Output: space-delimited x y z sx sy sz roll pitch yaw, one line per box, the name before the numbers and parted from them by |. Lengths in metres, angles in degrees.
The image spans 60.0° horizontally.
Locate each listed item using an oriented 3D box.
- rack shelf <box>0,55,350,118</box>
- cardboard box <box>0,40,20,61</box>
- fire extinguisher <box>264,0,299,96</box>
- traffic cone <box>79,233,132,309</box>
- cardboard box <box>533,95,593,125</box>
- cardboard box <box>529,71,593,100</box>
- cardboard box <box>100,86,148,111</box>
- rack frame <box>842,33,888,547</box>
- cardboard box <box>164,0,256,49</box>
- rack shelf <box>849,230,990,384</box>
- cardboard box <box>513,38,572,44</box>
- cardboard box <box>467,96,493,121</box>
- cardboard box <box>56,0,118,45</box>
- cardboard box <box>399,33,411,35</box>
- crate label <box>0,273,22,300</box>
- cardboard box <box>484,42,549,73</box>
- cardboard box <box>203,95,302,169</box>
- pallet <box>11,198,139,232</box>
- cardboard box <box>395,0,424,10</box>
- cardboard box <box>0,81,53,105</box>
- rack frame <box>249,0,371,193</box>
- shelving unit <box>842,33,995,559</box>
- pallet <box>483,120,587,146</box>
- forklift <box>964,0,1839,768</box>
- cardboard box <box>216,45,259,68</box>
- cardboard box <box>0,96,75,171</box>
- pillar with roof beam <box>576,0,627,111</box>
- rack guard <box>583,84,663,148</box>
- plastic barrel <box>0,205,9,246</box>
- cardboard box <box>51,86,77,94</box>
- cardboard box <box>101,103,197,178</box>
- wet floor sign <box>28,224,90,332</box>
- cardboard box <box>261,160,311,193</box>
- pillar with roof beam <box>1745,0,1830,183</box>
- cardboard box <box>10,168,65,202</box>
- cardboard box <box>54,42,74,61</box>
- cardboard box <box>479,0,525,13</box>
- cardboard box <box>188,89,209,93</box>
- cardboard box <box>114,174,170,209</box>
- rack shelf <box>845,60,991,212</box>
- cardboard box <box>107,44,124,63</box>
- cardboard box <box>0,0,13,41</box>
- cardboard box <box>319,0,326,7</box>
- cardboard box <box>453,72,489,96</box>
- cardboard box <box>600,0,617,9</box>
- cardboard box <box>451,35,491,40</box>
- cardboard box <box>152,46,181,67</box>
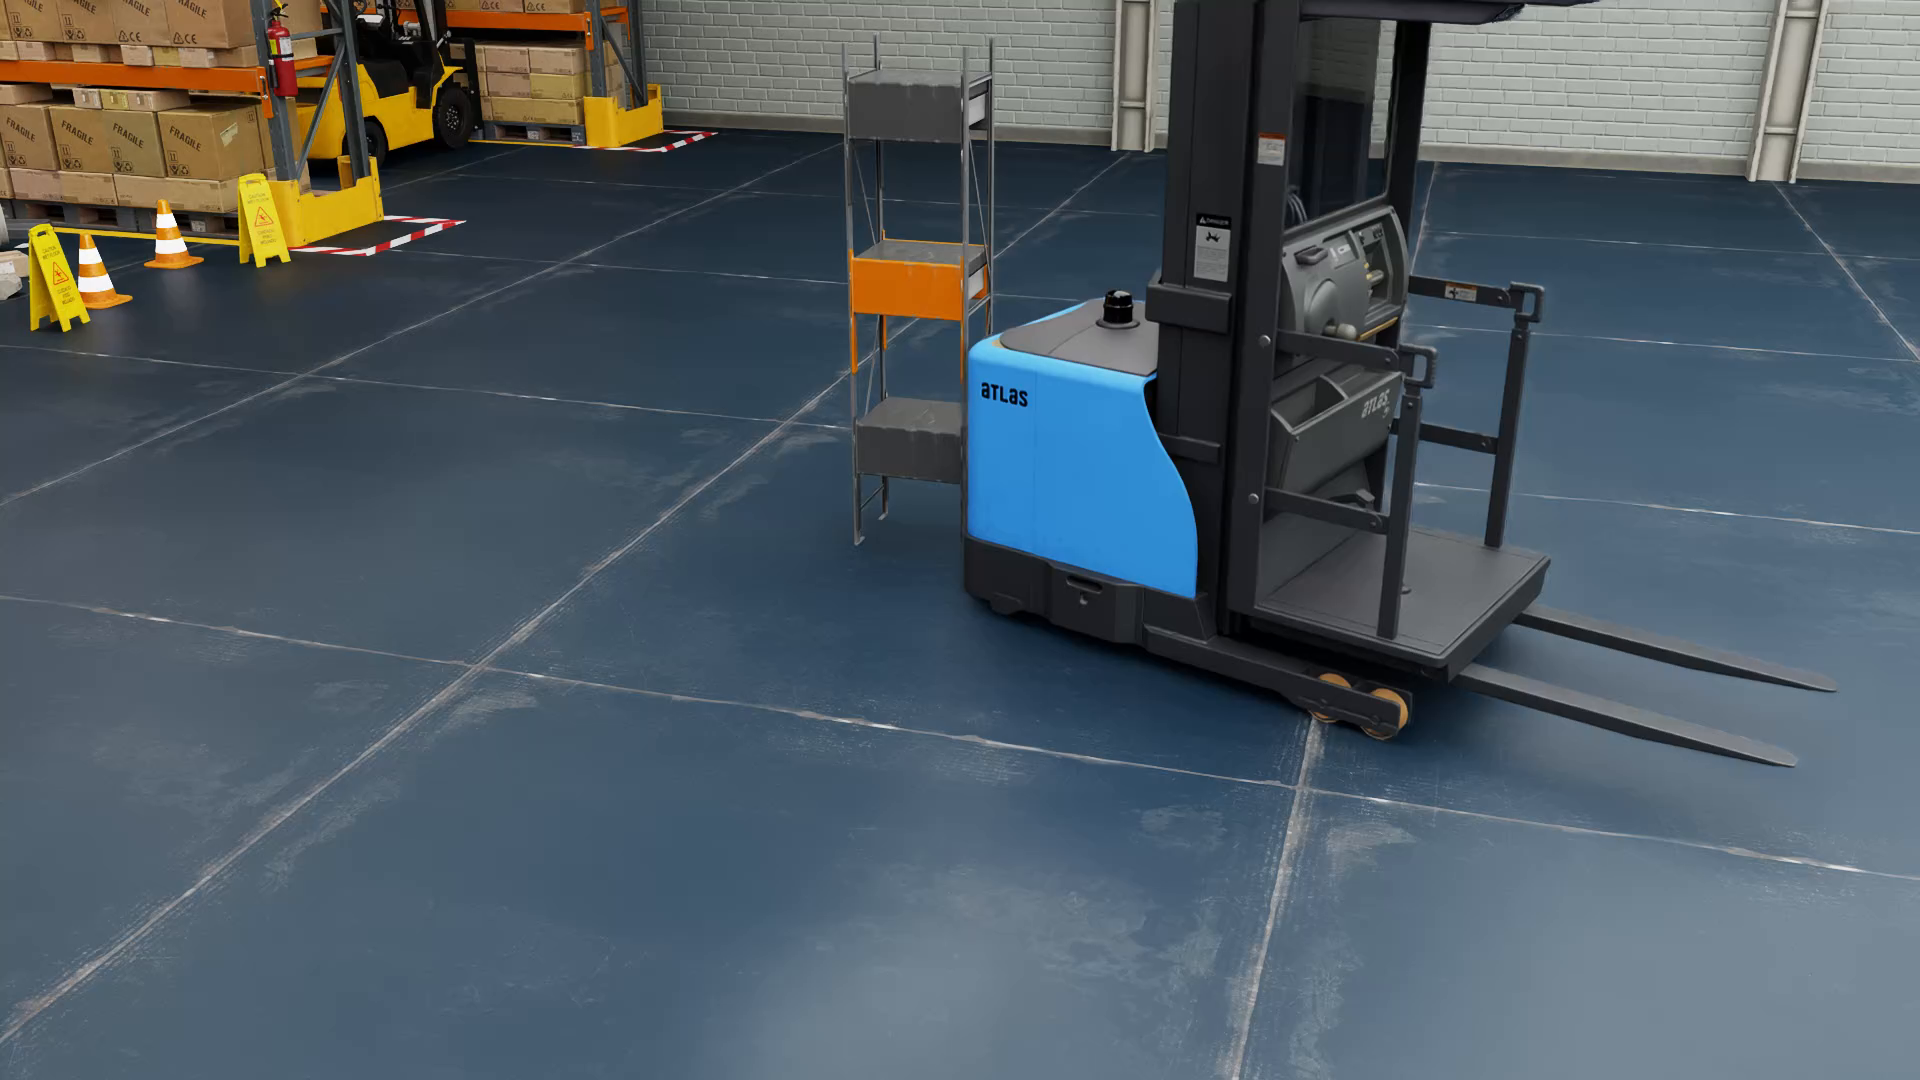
rack shelf | -6.911 -3.732 13.363 4.000 0.370 1.077 7 23 16
cardboard box | -7.395 -3.873 13.090 0.250 0.149 0.380 7 23 16
fire extinguisher | -5.020 -3.630 12.268 0.183 0.674 0.296 7 23 16
traffic cone | -5.776 -1.810 11.072 0.334 0.463 0.336 7 23 16
cardboard box | -4.107 -4.508 17.378 0.500 0.250 0.500 7 23 16
cardboard box | -4.122 -4.743 17.290 0.500 0.250 0.500 6 23 15
cardboard box | -6.449 -3.452 12.961 0.250 0.149 0.380 7 23 16
rack frame | -0.392 -1.016 6.981 0.015 2.100 0.400 7 23 16
cardboard box | -5.596 -3.989 12.518 0.500 0.500 0.500 6 23 15
rack shelf | -0.158 -0.977 6.921 0.480 0.518 0.431 7 23 16
cardboard box | -4.451 -5.209 17.769 0.500 0.250 0.500 7 23 16
cardboard box | -5.057 -4.624 17.661 0.500 0.250 0.500 7 23 16
cardboard box | -6.552 -4.101 12.792 0.500 0.500 0.500 6 23 15
cardboard box | -6.379 -5.439 18.329 0.500 0.250 0.500 6 23 15
crate label | -6.546 -1.723 11.289 0.298 0.136 0.250 -5 23 -12
cardboard box | -4.588 -5.025 17.320 0.500 0.250 0.500 7 23 16
cardboard box | -5.712 -3.306 13.458 0.500 0.500 0.500 6 23 14
pallet | -7.001 -2.800 13.818 1.213 0.211 1.003 7 23 16
cardboard box | -5.582 -5.822 17.378 0.500 0.500 0.500 7 23 16
cardboard box | -7.486 -3.571 13.249 0.250 0.149 0.380 8 24 19
rack frame | -4.996 -3.845 12.692 0.127 3.000 1.000 7 23 16
shelving unit | -0.158 -0.990 6.916 0.503 2.100 0.431 7 23 16
pallet | -4.310 -4.428 17.786 1.213 0.211 1.003 7 23 16
forklift | 1.501 -0.911 5.628 3.031 2.935 1.130 16 27 33
cardboard box | -5.416 -3.692 12.650 0.250 0.149 0.380 7 23 17
cardboard box | -7.327 -3.278 13.391 0.500 0.500 0.500 8 24 18
pillar with roof beam | -5.216 -7.265 13.123 0.400 9.000 9.100 7 23 16
rack guard | -3.543 -4.490 17.558 0.348 0.500 1.175 7 23 16
plastic barrel | -7.411 -2.330 12.392 0.512 0.421 0.421 -14 26 -30
cardboard box | -7.694 -3.531 14.006 0.500 0.500 0.500 7 23 16
cardboard box | -6.339 -3.164 13.112 0.500 0.500 0.500 7 23 17
wet floor sign | -5.730 -1.663 10.474 0.232 0.644 0.267 3 22 6
cardboard box | -5.689 -2.956 13.595 0.500 0.250 0.500 6 23 15
pillar with roof beam | 6.273 -5.949 9.916 0.400 9.000 9.100 7 23 16
cardboard box | -7.316 -2.932 13.534 0.500 0.250 0.500 6 23 15
cardboard box | -6.874 -3.867 13.076 0.250 0.149 0.380 7 23 16
cardboard box | -4.607 -5.714 17.117 0.500 0.500 0.500 7 23 17
cardboard box | -8.639 -5.324 18.873 0.625 0.625 0.875 6 23 15
cardboard box | -6.342 -2.818 13.257 0.500 0.250 0.500 7 23 16
rack shelf | -0.158 -1.625 6.655 0.480 0.518 0.431 7 23 16
cardboard box | -6.390 -3.812 12.942 0.250 0.149 0.380 7 23 16
cardboard box | -7.521 -4.212 13.062 0.500 0.500 0.500 6 23 15
cardboard box | -6.543 -5.939 17.665 0.500 0.500 0.500 7 23 16
cardboard box | -5.100 -4.850 17.553 0.500 0.250 0.500 6 23 14
cardboard box | -3.960 -5.851 17.449 0.500 0.500 0.500 7 23 17
cardboard box | -5.415 -5.326 18.055 0.500 0.250 0.500 6 23 14
cardboard box | -5.930 -3.716 12.707 0.250 0.149 0.380 6 23 15
